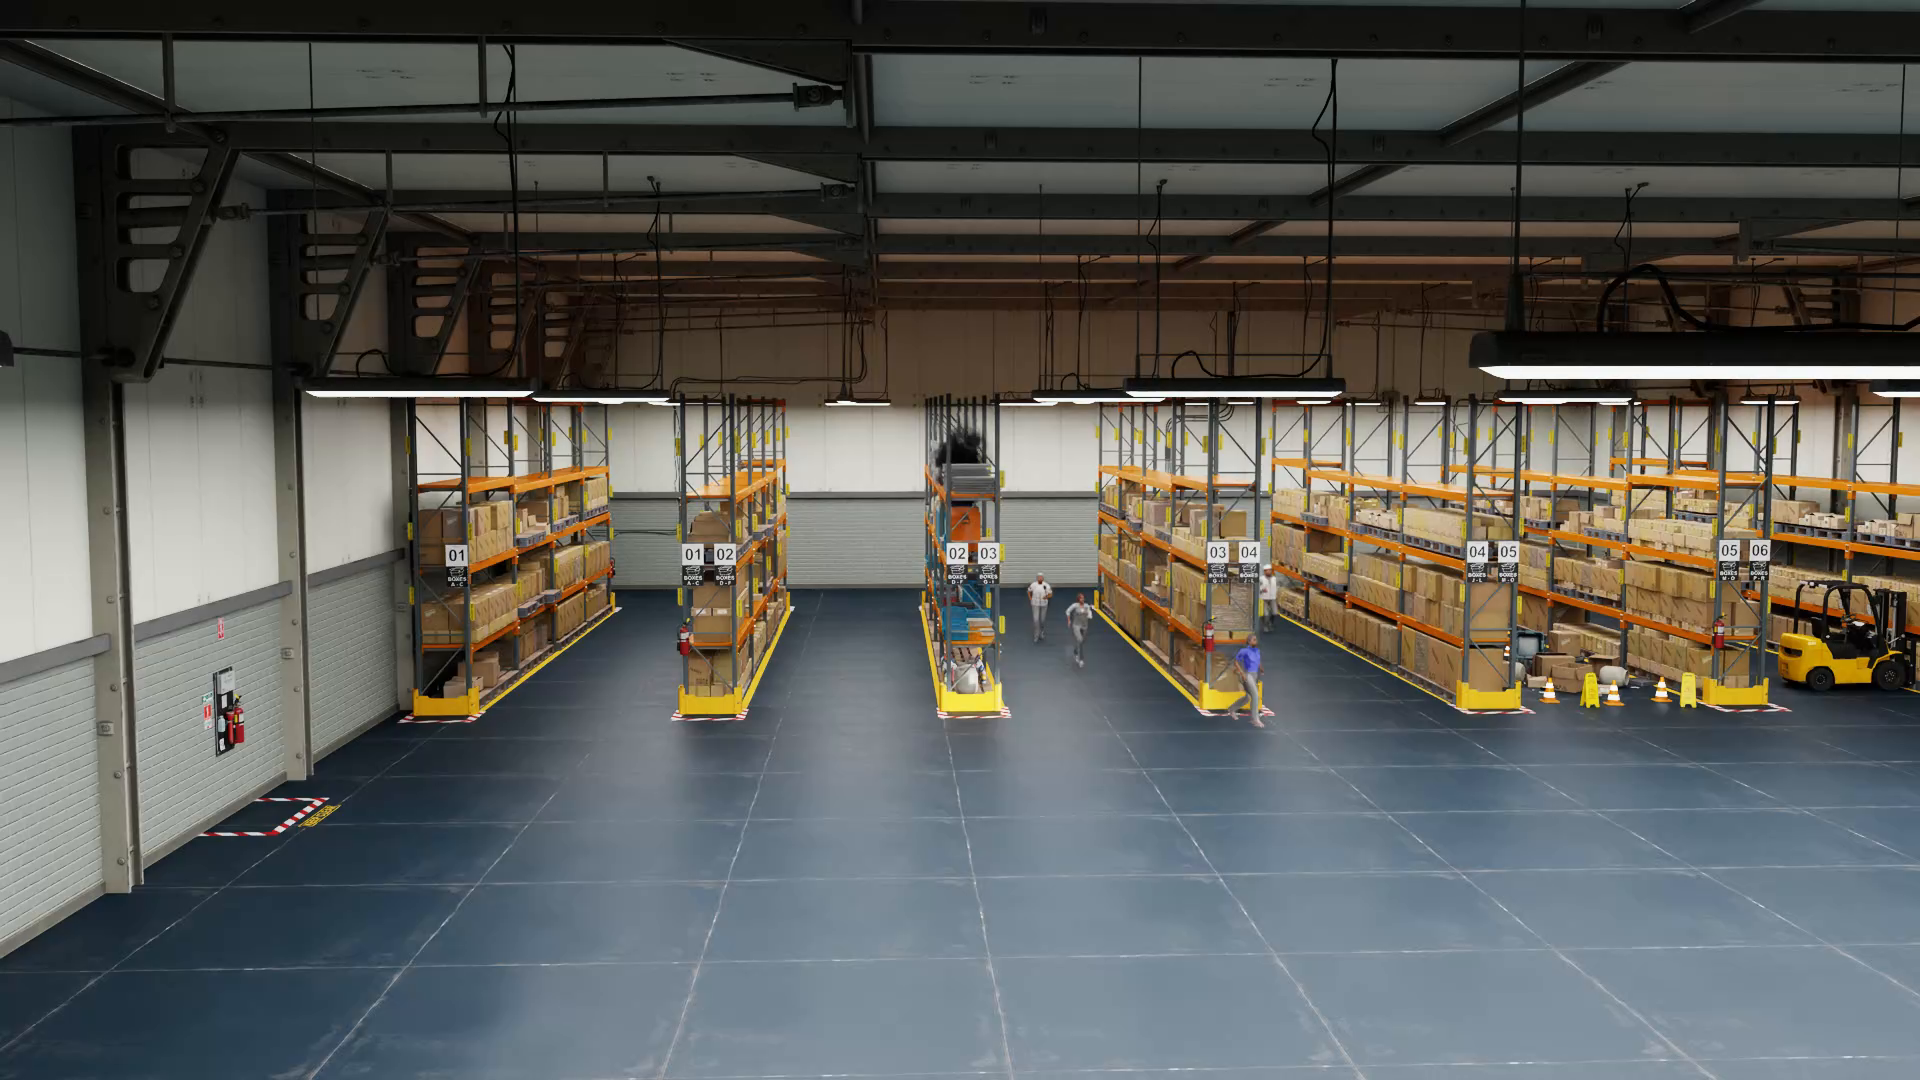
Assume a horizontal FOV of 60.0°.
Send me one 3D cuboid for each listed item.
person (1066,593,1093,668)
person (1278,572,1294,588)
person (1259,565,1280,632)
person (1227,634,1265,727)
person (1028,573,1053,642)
[{"bbox_3d":[2.675,1.995,37.059,0.501,1.632,0.802,-2,5,-18],"label":"person"},{"bbox_3d":[9.657,1.044,48.742,0.581,1.643,0.668,-1,5,-7],"label":"person"},{"bbox_3d":[7.877,1.501,42.356,0.646,1.743,0.610,0,5,-2],"label":"person"},{"bbox_3d":[5.223,2.513,30.105,0.813,1.654,0.577,4,6,42],"label":"person"},{"bbox_3d":[1.983,1.670,41.119,0.612,1.746,0.685,0,5,-1],"label":"person"}]
